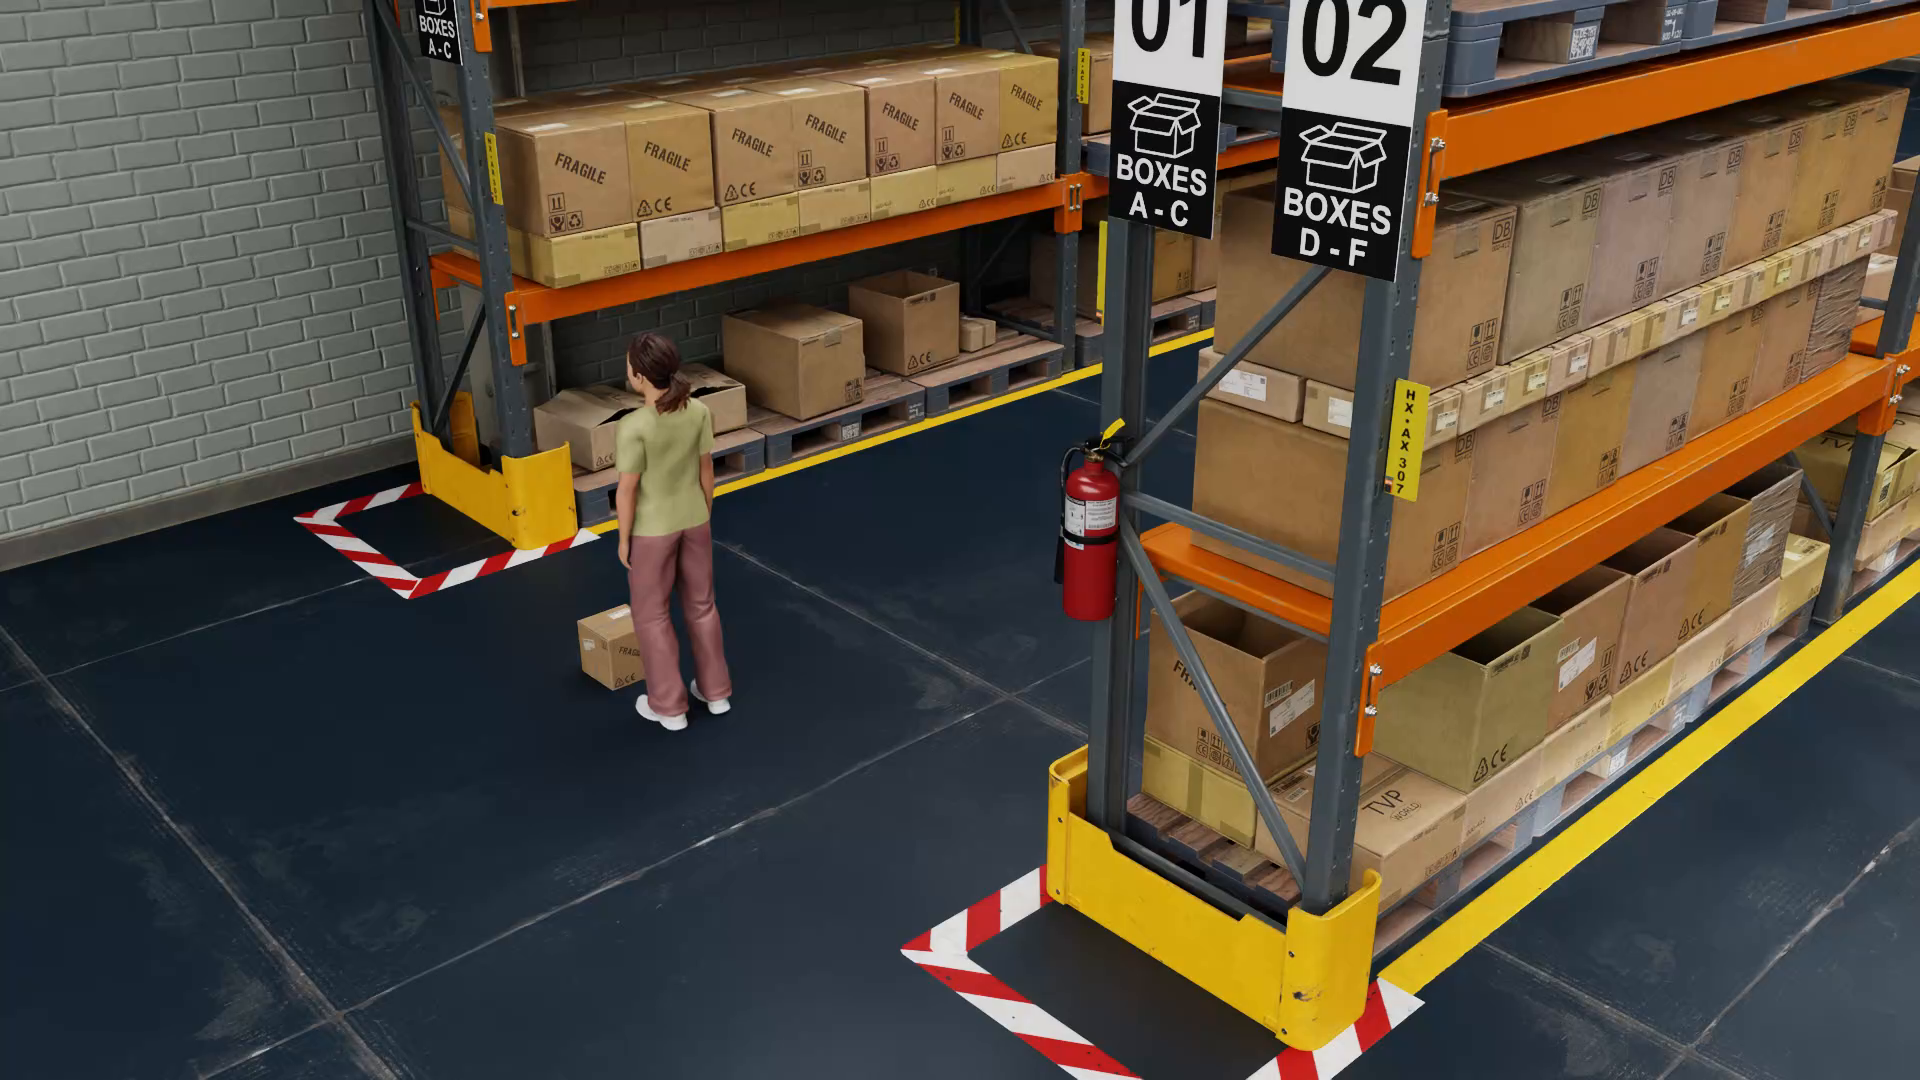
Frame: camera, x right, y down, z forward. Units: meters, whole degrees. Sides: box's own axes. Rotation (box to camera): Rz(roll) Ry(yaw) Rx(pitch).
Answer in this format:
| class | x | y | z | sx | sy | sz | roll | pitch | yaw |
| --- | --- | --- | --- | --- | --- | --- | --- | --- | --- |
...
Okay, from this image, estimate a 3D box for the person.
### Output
| class | x | y | z | sx | sy | sz | roll | pitch | yaw |
| --- | --- | --- | --- | --- | --- | --- | --- | --- | --- |
| person | -1.175 | -0.023 | 6.671 | 0.446 | 1.679 | 0.359 | -20 | 31 | -37 |
